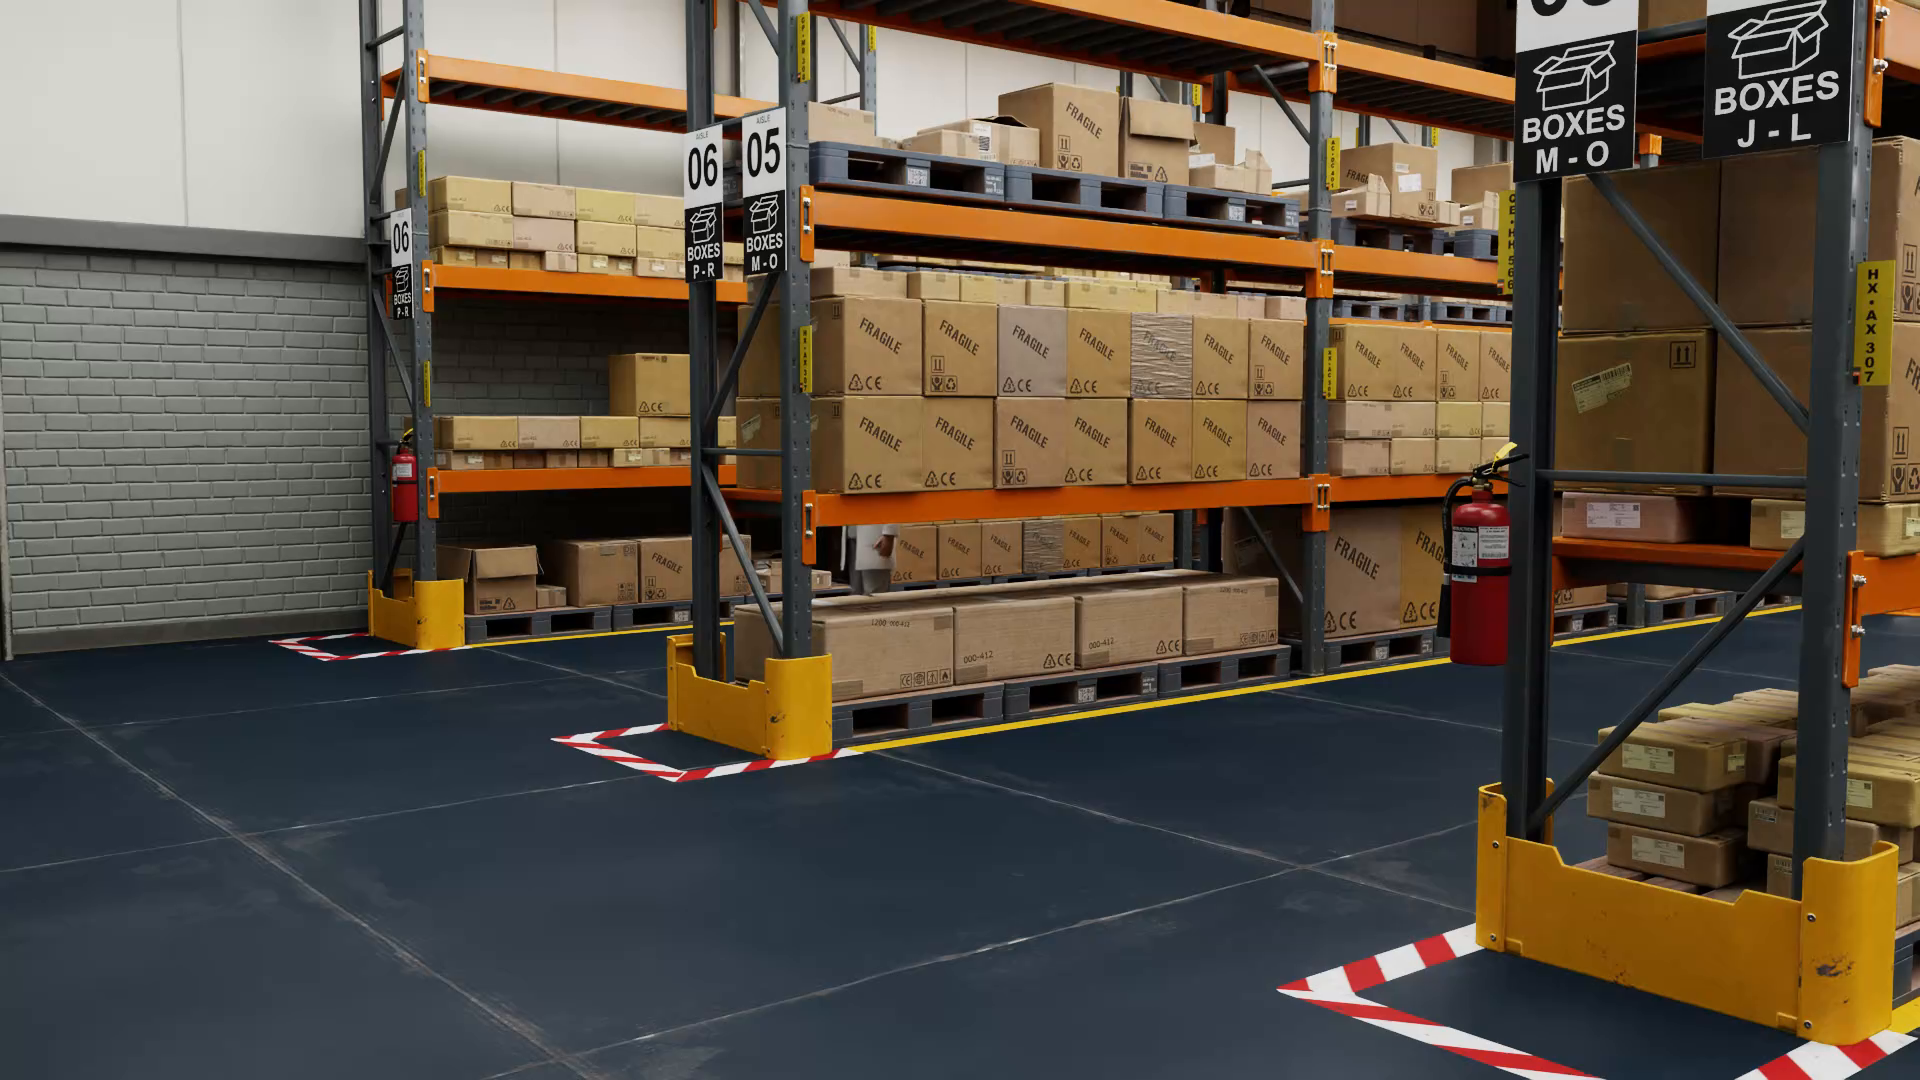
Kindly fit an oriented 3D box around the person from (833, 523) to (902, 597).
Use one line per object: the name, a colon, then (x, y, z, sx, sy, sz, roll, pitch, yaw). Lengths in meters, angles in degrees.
person: (-0.605, 0.085, 11.249, 0.416, 1.577, 0.587, -3, 5, -37)
